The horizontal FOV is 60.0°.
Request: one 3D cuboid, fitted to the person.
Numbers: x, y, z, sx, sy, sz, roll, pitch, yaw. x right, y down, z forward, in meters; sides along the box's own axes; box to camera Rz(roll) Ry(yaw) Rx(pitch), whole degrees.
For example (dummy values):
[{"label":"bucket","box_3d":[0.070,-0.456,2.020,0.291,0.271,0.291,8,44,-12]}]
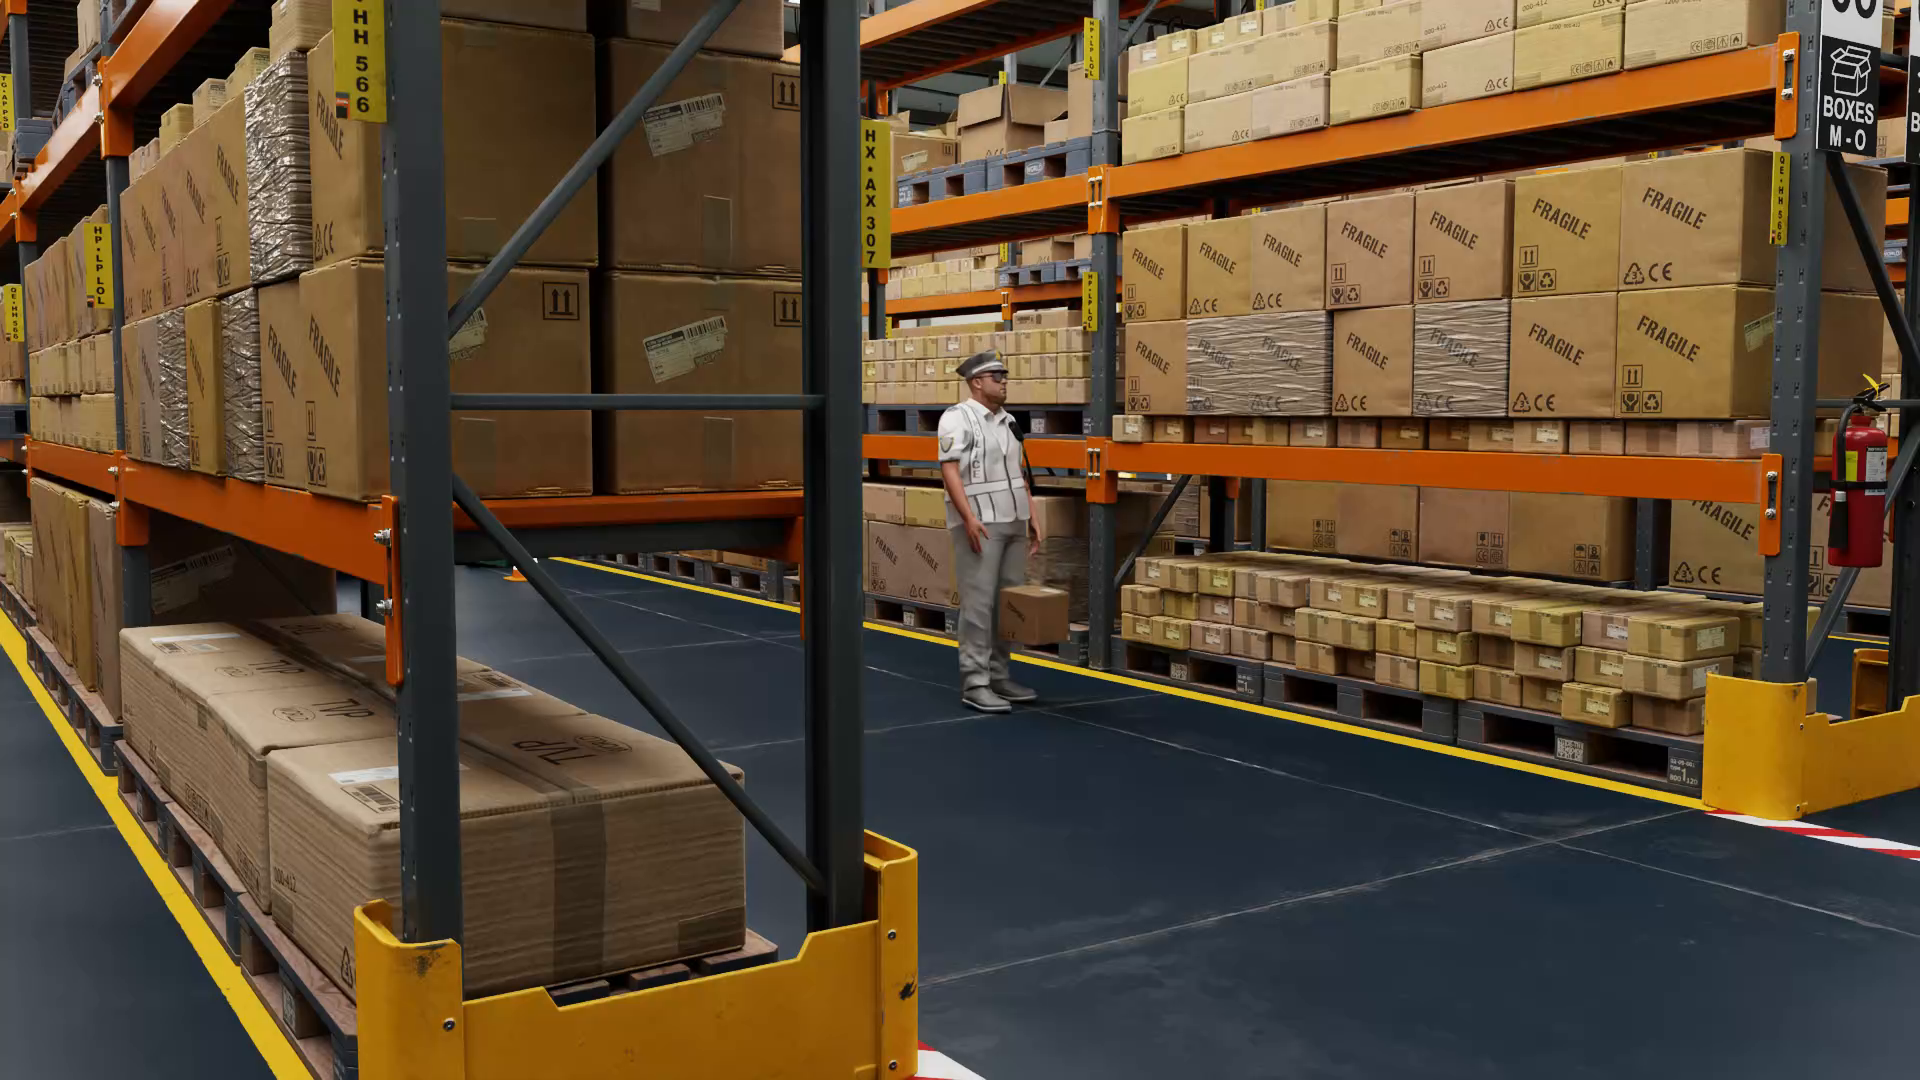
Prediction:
[{"label":"person","box_3d":[0.198,-0.072,8.379,0.572,1.780,0.613,4,6,43]}]
